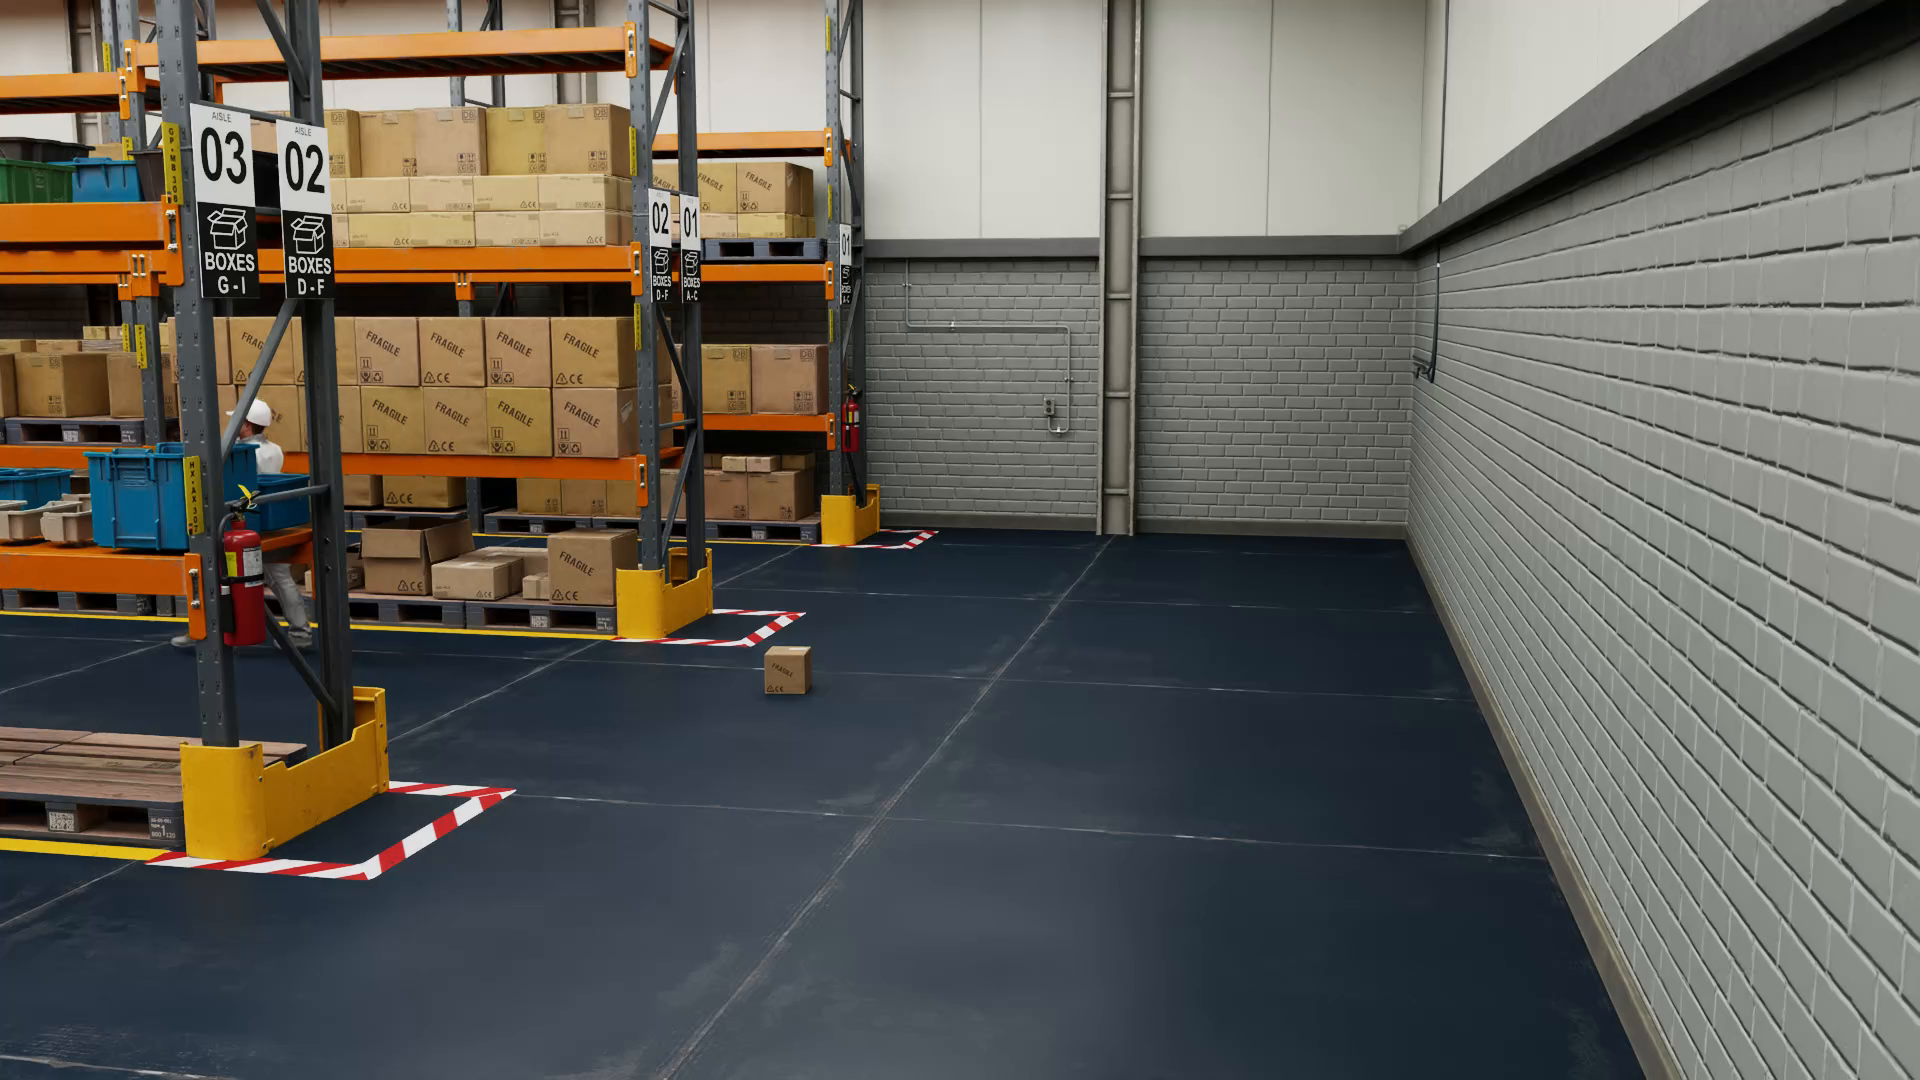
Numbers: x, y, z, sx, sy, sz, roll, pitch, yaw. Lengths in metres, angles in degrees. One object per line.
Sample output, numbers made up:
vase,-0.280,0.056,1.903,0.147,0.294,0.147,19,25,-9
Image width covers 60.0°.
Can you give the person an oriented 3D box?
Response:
person,-4.942,-0.113,11.427,0.982,1.718,0.538,2,8,15
